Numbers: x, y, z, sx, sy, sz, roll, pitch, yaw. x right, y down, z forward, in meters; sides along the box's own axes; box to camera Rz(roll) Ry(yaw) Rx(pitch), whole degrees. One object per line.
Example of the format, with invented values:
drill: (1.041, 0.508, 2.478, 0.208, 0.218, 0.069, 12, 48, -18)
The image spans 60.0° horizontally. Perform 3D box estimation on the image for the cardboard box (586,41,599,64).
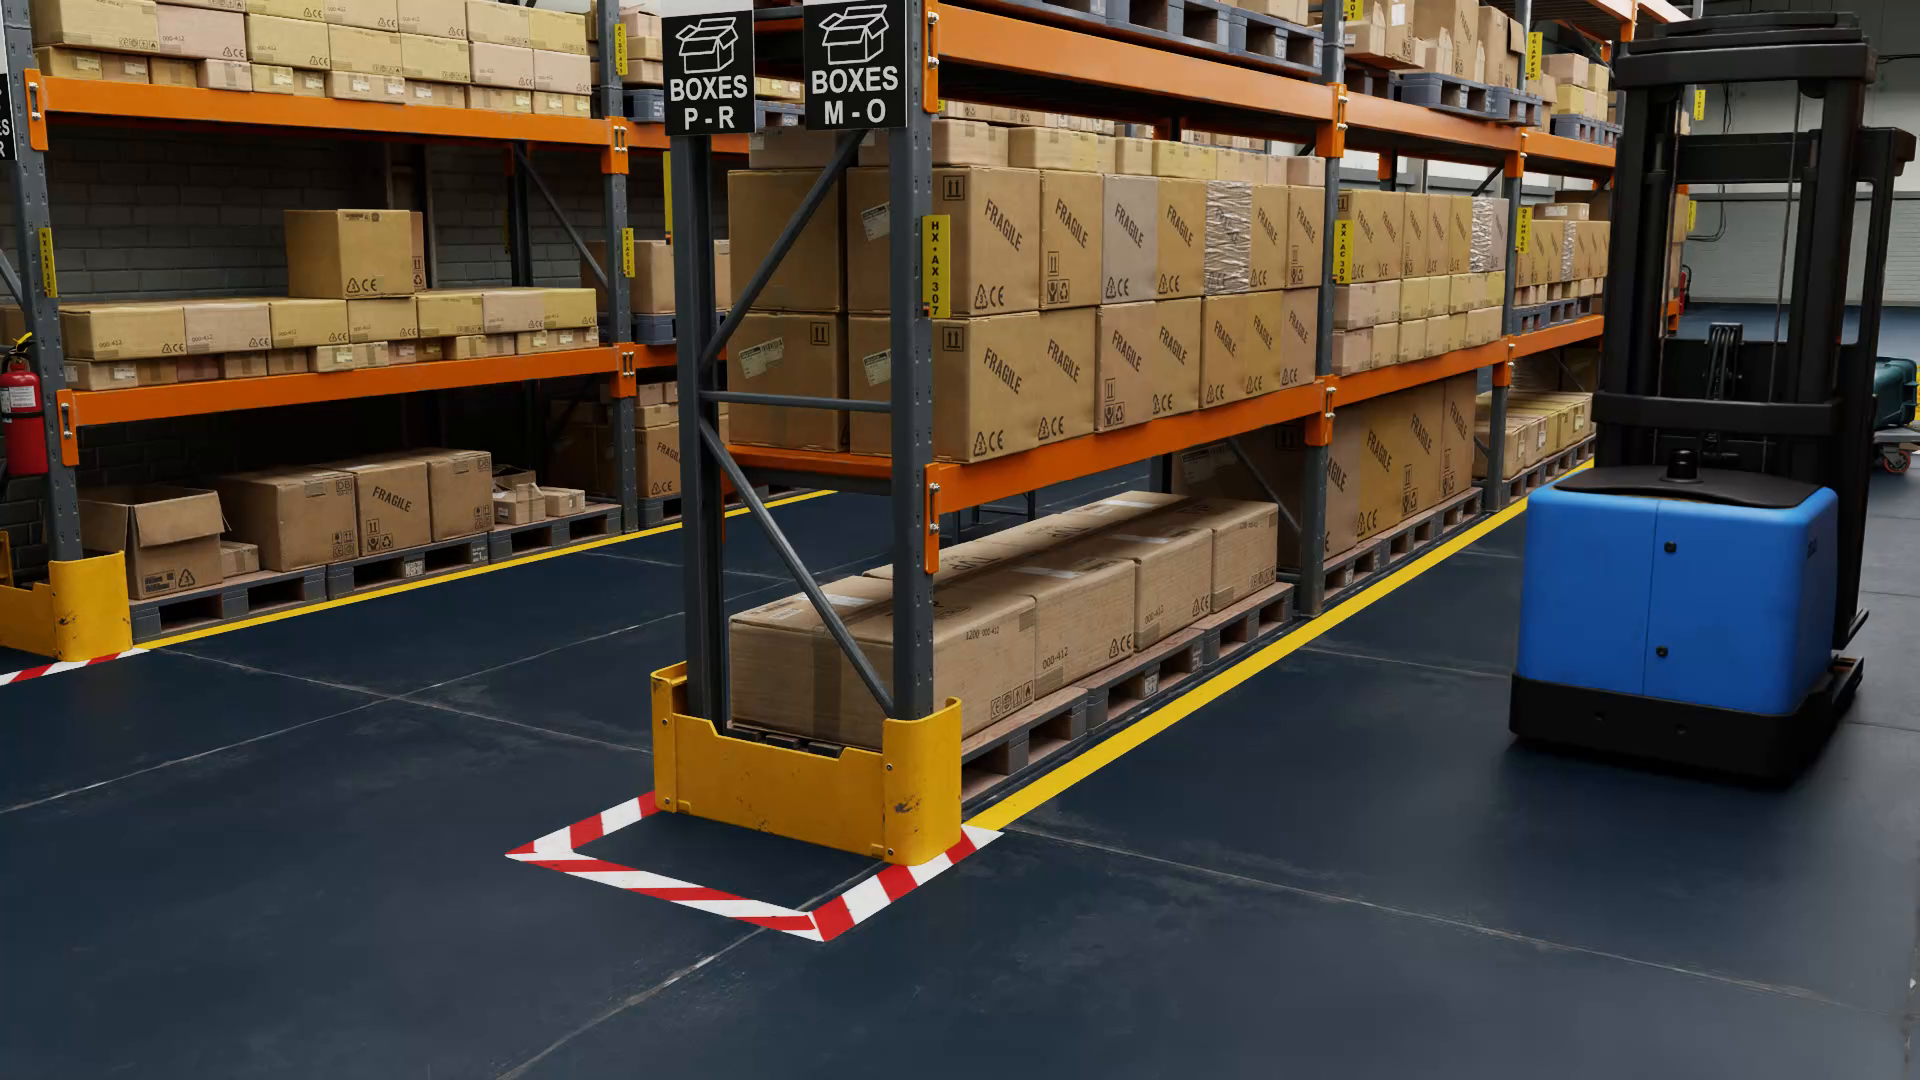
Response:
cardboard box: (-2.659, -3.381, 11.585, 0.380, 0.149, 0.250, 6, 12, 30)

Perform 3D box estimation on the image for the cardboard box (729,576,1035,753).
cardboard box: (-0.290, 0.473, 6.515, 0.875, 0.438, 0.875, 6, 12, 29)

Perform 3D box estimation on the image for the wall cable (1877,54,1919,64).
wall cable: (25.575, -14.075, 44.451, 3.097, 2.526, 0.112, 6, 12, 31)

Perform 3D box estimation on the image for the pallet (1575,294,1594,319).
pallet: (5.162, -2.154, 15.243, 1.003, 0.211, 1.213, 6, 12, 31)

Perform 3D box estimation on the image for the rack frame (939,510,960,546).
rack frame: (-0.220, -0.671, 10.875, 0.500, 1.500, 0.032, 6, 12, 31)

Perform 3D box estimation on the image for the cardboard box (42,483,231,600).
cardboard box: (-4.393, -0.007, 8.898, 0.797, 0.503, 0.637, 6, 12, 28)

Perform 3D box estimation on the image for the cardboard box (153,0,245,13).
cardboard box: (-4.066, -2.857, 8.569, 0.500, 0.250, 0.500, 6, 12, 30)

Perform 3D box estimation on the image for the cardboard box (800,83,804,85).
cardboard box: (-1.237, -3.655, 13.106, 0.380, 0.149, 0.250, 6, 12, 31)

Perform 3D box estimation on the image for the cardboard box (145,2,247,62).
cardboard box: (-4.081, -2.613, 8.623, 0.500, 0.250, 0.500, 7, 13, 32)

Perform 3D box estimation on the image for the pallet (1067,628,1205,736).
pallet: (0.435, 0.579, 7.701, 1.003, 0.211, 1.213, 6, 12, 31)

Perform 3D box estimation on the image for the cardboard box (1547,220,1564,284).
cardboard box: (4.572, -2.342, 13.508, 0.500, 0.500, 0.500, 7, 12, 32)

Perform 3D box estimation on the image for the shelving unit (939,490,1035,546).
shelving unit: (0.044, -0.751, 11.302, 0.538, 1.500, 1.048, 6, 12, 31)

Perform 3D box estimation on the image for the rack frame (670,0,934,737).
rack frame: (-0.547, -0.467, 5.712, 1.000, 3.000, 0.127, 6, 12, 31)

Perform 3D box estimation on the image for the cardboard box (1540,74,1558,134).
cardboard box: (4.374, -3.493, 13.443, 0.797, 0.503, 0.637, 6, 12, 31)

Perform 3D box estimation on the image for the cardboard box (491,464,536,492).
cardboard box: (-3.260, -0.373, 11.377, 0.500, 0.311, 0.500, 7, 13, 33)

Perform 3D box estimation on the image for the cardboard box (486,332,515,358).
cardboard box: (-3.055, -1.247, 10.562, 0.380, 0.149, 0.250, 7, 13, 32)

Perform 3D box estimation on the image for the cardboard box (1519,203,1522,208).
cardboard box: (4.660, -2.854, 14.478, 0.380, 0.149, 0.250, 7, 13, 34)

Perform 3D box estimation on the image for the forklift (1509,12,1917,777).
forklift: (3.508, -0.757, 7.445, 1.130, 2.935, 3.031, 7, 13, 34)

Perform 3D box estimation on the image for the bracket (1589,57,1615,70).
bracket: (16.709, -12.365, 43.183, 0.076, 0.066, 4.783, 6, 12, 31)

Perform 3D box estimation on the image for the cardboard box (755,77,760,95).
cardboard box: (-1.692, -3.346, 12.209, 0.380, 0.149, 0.250, 6, 12, 30)

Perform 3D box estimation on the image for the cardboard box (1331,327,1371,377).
cardboard box: (1.983, -1.066, 9.321, 0.500, 0.250, 0.500, 6, 12, 29)

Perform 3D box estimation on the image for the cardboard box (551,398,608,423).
cardboard box: (-2.770, -0.952, 12.190, 0.380, 0.149, 0.250, 6, 12, 28)

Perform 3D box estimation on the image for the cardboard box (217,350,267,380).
cardboard box: (-4.004, -0.966, 9.058, 0.380, 0.149, 0.250, 7, 13, 32)

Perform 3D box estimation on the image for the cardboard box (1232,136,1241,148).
cardboard box: (3.213, -4.922, 20.307, 0.396, 0.266, 0.258, 6, 12, 31)

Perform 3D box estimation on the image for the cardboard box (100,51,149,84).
cardboard box: (-4.314, -2.363, 8.372, 0.380, 0.149, 0.250, 7, 12, 32)

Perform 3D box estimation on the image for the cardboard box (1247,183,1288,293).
cardboard box: (1.250, -1.457, 8.012, 0.500, 0.500, 0.500, 6, 12, 30)

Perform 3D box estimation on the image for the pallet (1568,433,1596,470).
pallet: (5.280, -0.861, 15.395, 1.003, 0.211, 1.213, 6, 12, 31)

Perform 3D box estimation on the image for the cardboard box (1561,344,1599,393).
cardboard box: (6.220, -1.645, 16.296, 0.500, 0.500, 0.500, 7, 13, 33)

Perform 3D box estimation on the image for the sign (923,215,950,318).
sign: (-0.076, -0.878, 5.337, 0.100, 0.325, 0.005, 6, 12, 31)

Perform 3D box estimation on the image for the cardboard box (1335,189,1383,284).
cardboard box: (2.003, -1.678, 9.194, 0.500, 0.500, 0.500, 7, 12, 31)

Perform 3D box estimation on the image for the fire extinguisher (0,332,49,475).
fire extinguisher: (-4.473, -0.652, 7.924, 0.296, 0.674, 0.183, 6, 12, 31)

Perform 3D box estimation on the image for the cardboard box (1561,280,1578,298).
cardboard box: (5.110, -2.171, 14.354, 0.380, 0.149, 0.250, 6, 12, 31)

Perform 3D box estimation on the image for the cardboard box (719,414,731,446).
cardboard box: (-2.003, -0.687, 12.537, 0.500, 0.500, 0.500, 6, 12, 30)

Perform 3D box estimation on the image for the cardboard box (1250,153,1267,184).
cardboard box: (1.274, -1.807, 8.120, 0.380, 0.149, 0.250, 6, 12, 31)

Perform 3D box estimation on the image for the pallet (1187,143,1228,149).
pallet: (2.493, -4.587, 19.805, 1.003, 0.211, 1.213, 6, 12, 31)

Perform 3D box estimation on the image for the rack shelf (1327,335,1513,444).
rack shelf: (2.568, -1.057, 10.819, 1.077, 0.370, 4.000, 6, 12, 31)

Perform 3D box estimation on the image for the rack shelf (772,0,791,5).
rack shelf: (-1.677, -4.283, 12.833, 1.077, 0.370, 4.000, 6, 12, 31)

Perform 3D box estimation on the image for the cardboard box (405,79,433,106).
cardboard box: (-3.347, -2.639, 9.843, 0.380, 0.149, 0.250, 7, 12, 31)

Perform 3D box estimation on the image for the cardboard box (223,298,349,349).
cardboard box: (-3.804, -1.218, 9.323, 0.500, 0.250, 0.500, 6, 12, 30)

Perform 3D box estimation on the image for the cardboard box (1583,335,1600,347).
cardboard box: (6.336, -1.978, 16.311, 0.380, 0.149, 0.250, 7, 12, 32)

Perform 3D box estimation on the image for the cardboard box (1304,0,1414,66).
cardboard box: (2.235, -2.937, 9.341, 0.500, 0.500, 0.500, 6, 12, 30)

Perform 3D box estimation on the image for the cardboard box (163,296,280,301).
cardboard box: (-4.250, -1.269, 9.596, 0.500, 0.250, 0.500, 7, 13, 32)

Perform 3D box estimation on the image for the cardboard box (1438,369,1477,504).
cardboard box: (3.176, -0.787, 12.052, 0.875, 0.875, 0.875, 6, 12, 30)

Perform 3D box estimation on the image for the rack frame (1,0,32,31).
rack frame: (-4.792, -3.889, 7.690, 1.000, 3.000, 0.127, 6, 12, 31)

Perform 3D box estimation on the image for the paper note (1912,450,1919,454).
paper note: (9.107, -0.823, 15.700, 0.155, 0.023, 0.172, -8, 13, -38)

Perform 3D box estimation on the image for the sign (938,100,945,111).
sign: (-0.176, -3.875, 14.360, 0.100, 0.325, 0.005, 6, 12, 31)

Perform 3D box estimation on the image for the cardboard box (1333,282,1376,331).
cardboard box: (1.999, -1.310, 9.266, 0.500, 0.250, 0.500, 6, 12, 29)

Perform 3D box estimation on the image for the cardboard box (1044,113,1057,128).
cardboard box: (0.727, -4.111, 16.295, 0.380, 0.149, 0.250, 6, 12, 30)

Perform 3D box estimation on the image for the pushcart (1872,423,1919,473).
pushcart: (7.657, -0.855, 14.913, 1.648, 0.377, 0.936, 2, 11, 11)

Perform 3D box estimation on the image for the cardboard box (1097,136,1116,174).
cardboard box: (0.394, -1.523, 6.602, 0.380, 0.149, 0.250, 7, 12, 31)

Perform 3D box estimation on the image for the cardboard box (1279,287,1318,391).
cardboard box: (1.507, -1.048, 8.543, 0.500, 0.500, 0.500, 7, 12, 31)

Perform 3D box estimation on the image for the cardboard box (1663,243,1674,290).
cardboard box: (7.449, -2.989, 18.102, 0.500, 0.500, 0.500, 6, 12, 31)

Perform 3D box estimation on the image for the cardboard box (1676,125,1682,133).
cardboard box: (7.450, -4.346, 17.881, 0.500, 0.250, 0.500, 6, 12, 30)
